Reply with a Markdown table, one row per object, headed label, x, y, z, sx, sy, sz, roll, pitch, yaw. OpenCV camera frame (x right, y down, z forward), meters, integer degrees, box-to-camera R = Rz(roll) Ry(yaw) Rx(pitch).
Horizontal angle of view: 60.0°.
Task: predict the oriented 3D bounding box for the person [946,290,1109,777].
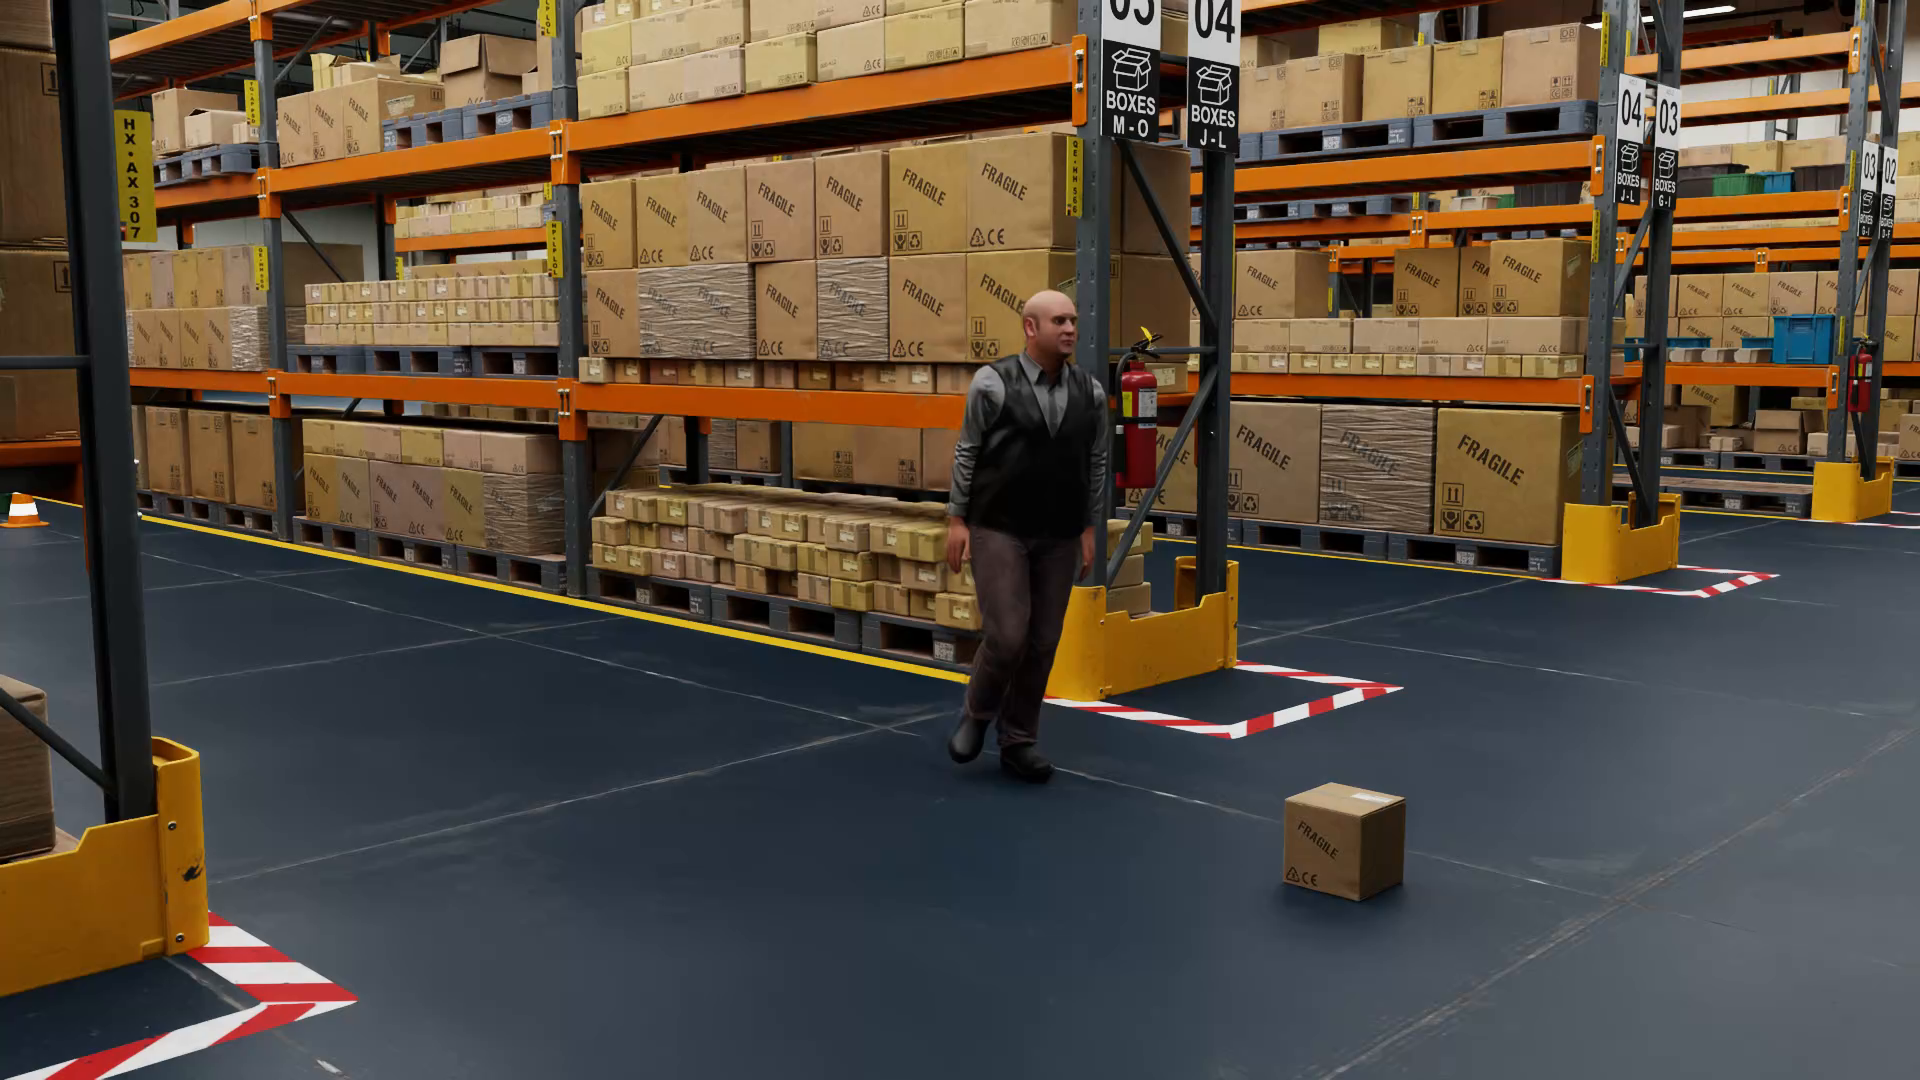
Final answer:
| label | x | y | z | sx | sy | sz | roll | pitch | yaw |
| --- | --- | --- | --- | --- | --- | --- | --- | --- | --- |
| person | 0.248 | -0.013 | 5.853 | 0.568 | 1.711 | 0.469 | -3 | 8 | -23 |
